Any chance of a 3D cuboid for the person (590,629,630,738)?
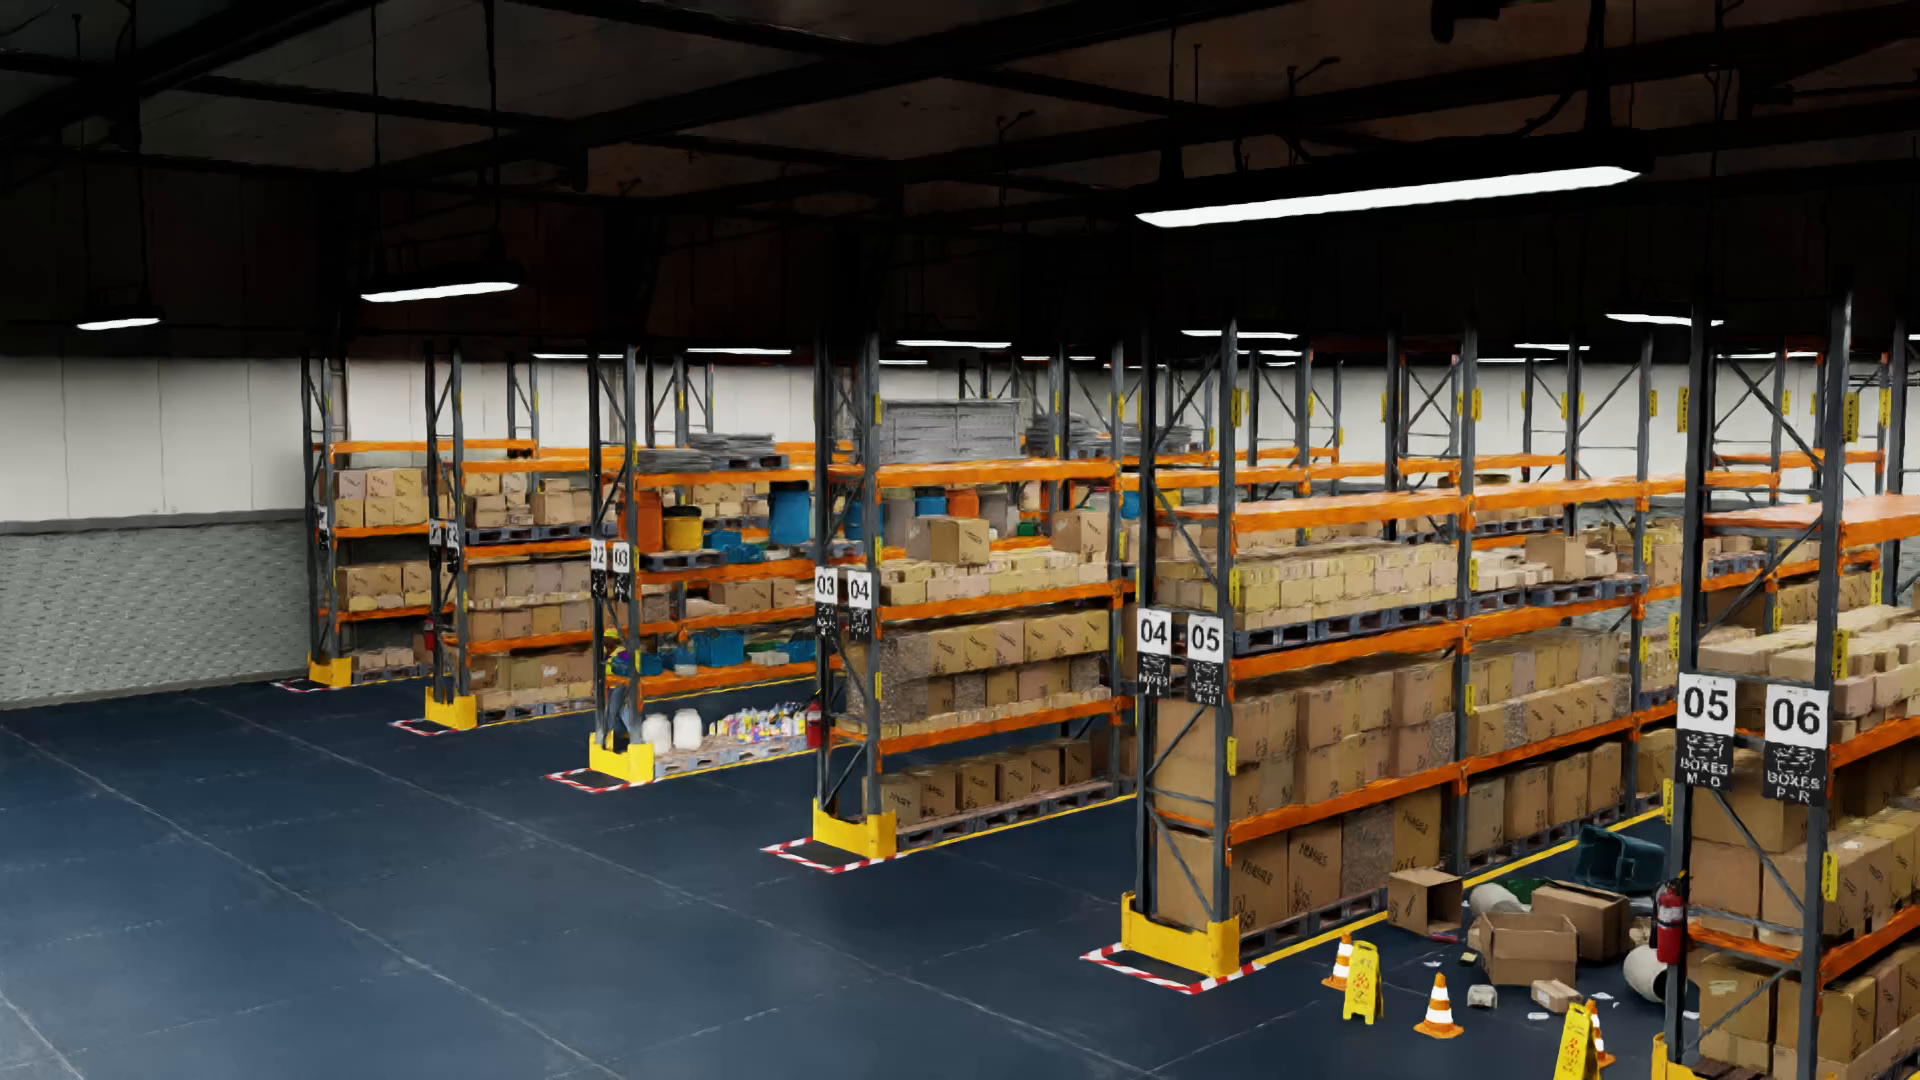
[{"bbox_3d":[-5.127,2.149,24.520,0.571,1.708,1.035,4,6,39],"label":"person"}]
